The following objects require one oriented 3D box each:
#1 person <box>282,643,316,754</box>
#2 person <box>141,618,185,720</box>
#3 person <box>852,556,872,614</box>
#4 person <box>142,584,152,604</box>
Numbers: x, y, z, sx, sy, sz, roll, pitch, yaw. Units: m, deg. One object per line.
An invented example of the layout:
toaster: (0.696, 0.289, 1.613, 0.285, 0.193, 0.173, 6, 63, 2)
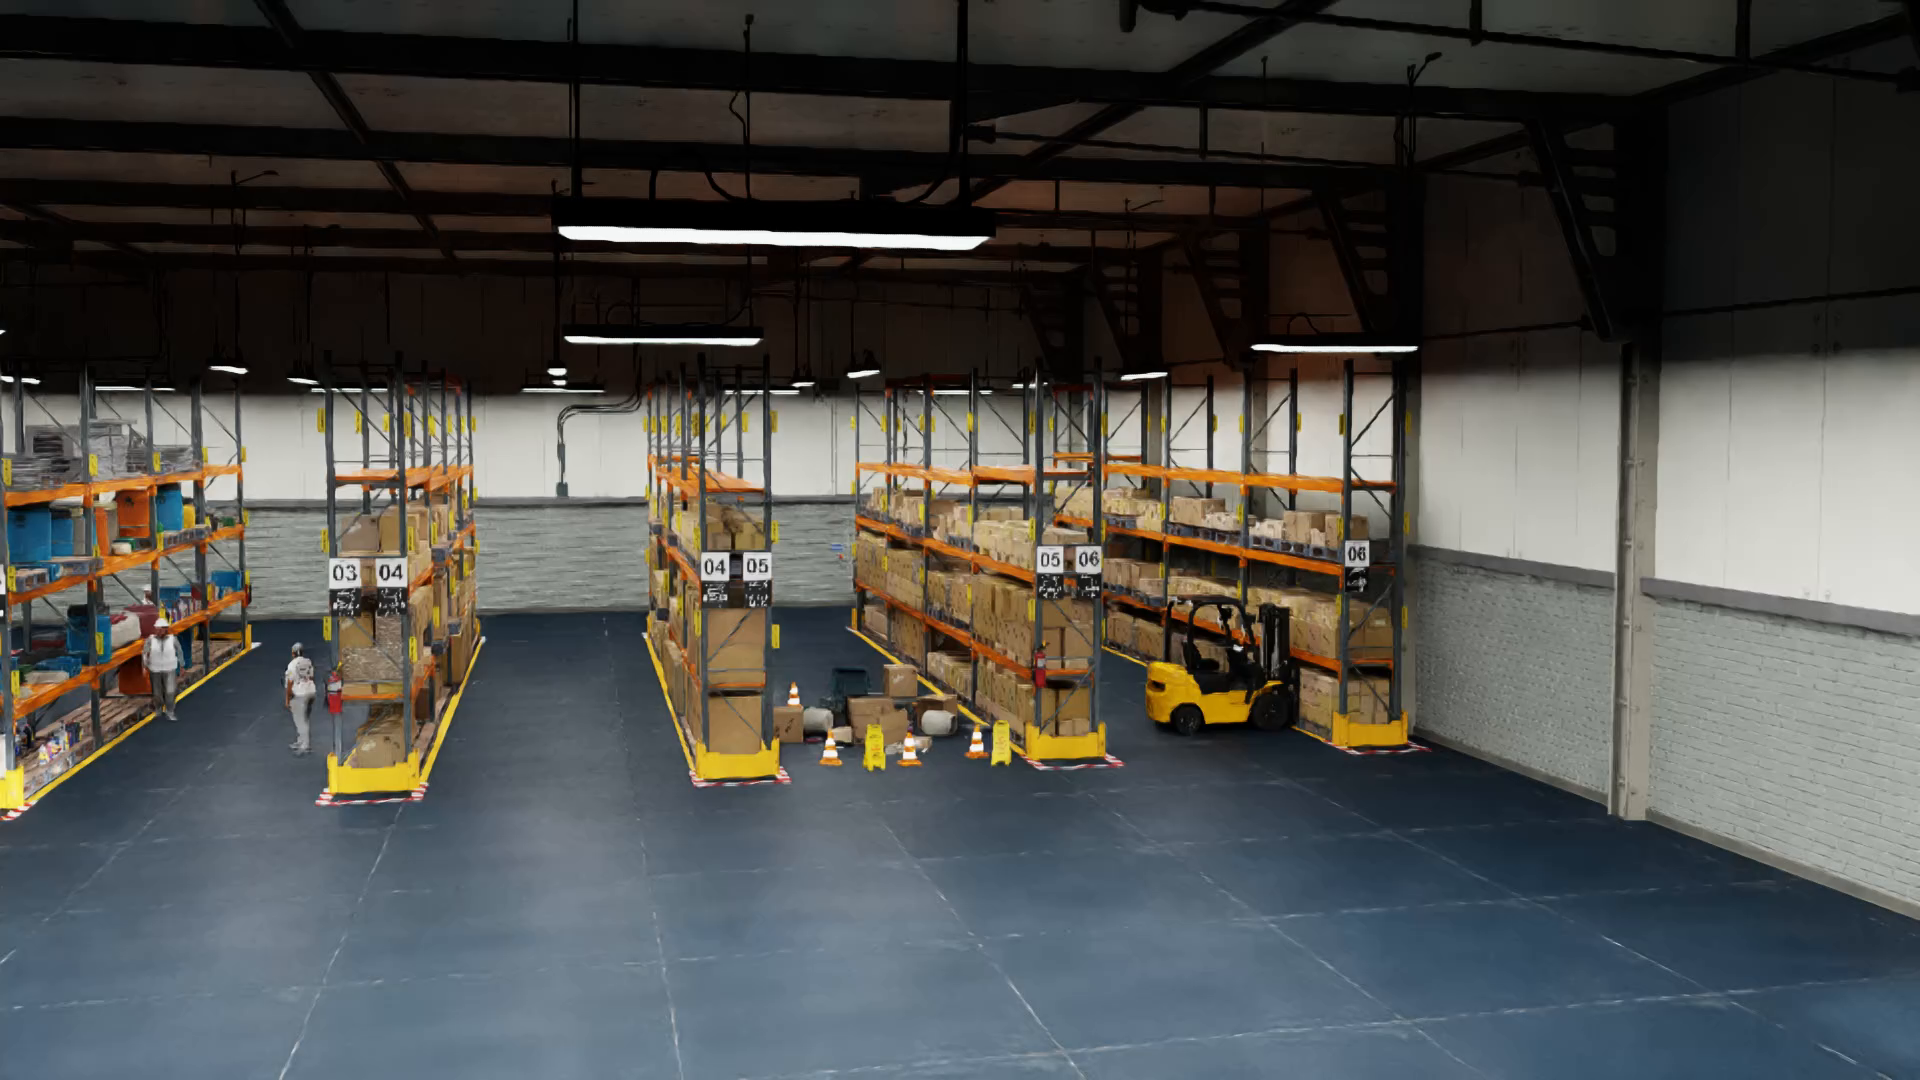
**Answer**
person: (-10.105, 2.396, 25.404, 0.562, 1.655, 0.612, 1, 4, 11)
person: (-13.538, 2.170, 28.260, 0.662, 1.740, 0.685, -2, 4, -21)
person: (-2.547, 1.078, 43.526, 0.526, 1.770, 0.753, -4, 5, -43)
person: (-16.679, 1.726, 34.478, 0.619, 1.657, 0.819, 1, 4, 9)
